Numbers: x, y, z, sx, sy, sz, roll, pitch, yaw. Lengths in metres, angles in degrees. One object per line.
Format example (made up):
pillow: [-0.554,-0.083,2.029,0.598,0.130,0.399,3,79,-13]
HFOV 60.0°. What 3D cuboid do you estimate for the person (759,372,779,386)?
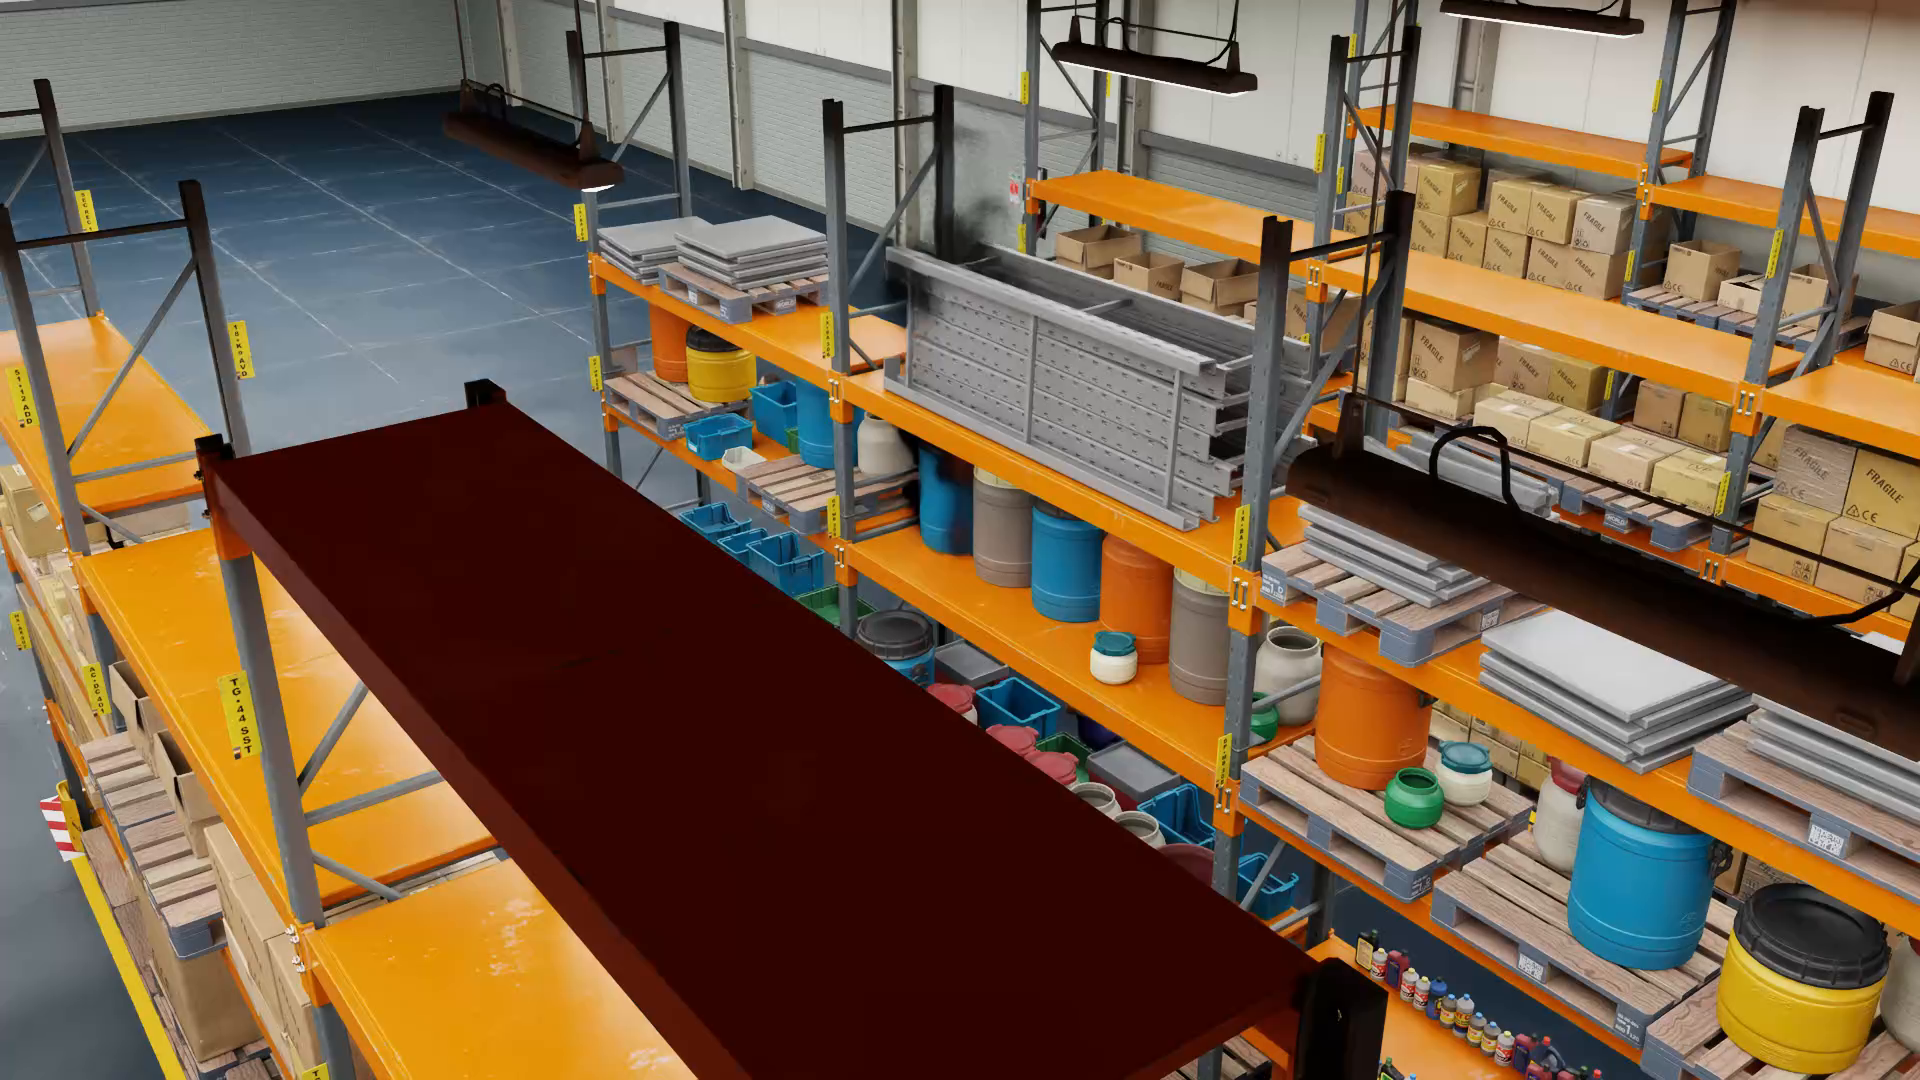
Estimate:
person: [-2.234,-1.186,19.596,0.624,1.617,0.534,-3,25,-6]

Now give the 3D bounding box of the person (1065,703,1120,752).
person: [1.123,1.577,13.641,0.569,1.687,0.775,-21,32,-38]
